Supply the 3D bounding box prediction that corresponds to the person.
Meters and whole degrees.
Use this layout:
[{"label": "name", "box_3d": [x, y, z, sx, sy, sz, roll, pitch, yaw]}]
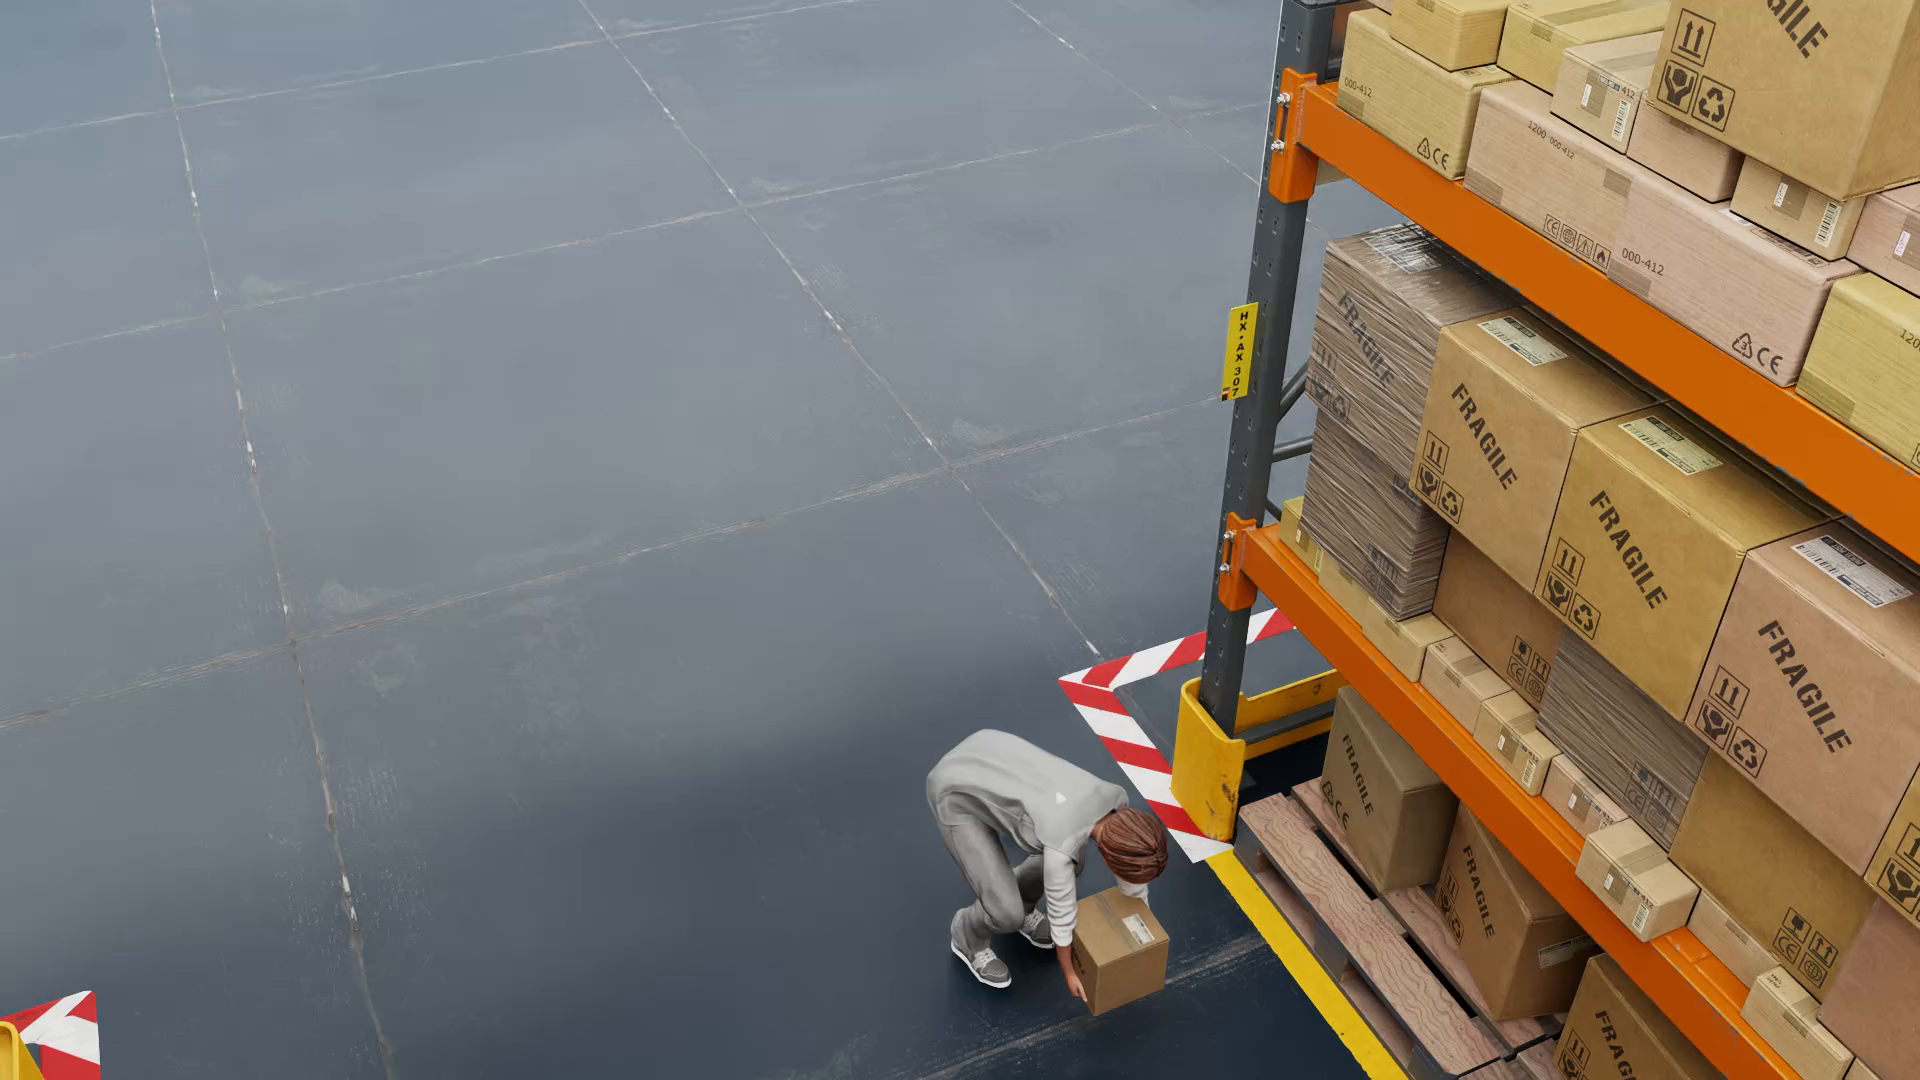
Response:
[{"label": "person", "box_3d": [0.267, 1.074, 5.295, 0.862, 0.960, 0.423, 30, 47, 33]}]
